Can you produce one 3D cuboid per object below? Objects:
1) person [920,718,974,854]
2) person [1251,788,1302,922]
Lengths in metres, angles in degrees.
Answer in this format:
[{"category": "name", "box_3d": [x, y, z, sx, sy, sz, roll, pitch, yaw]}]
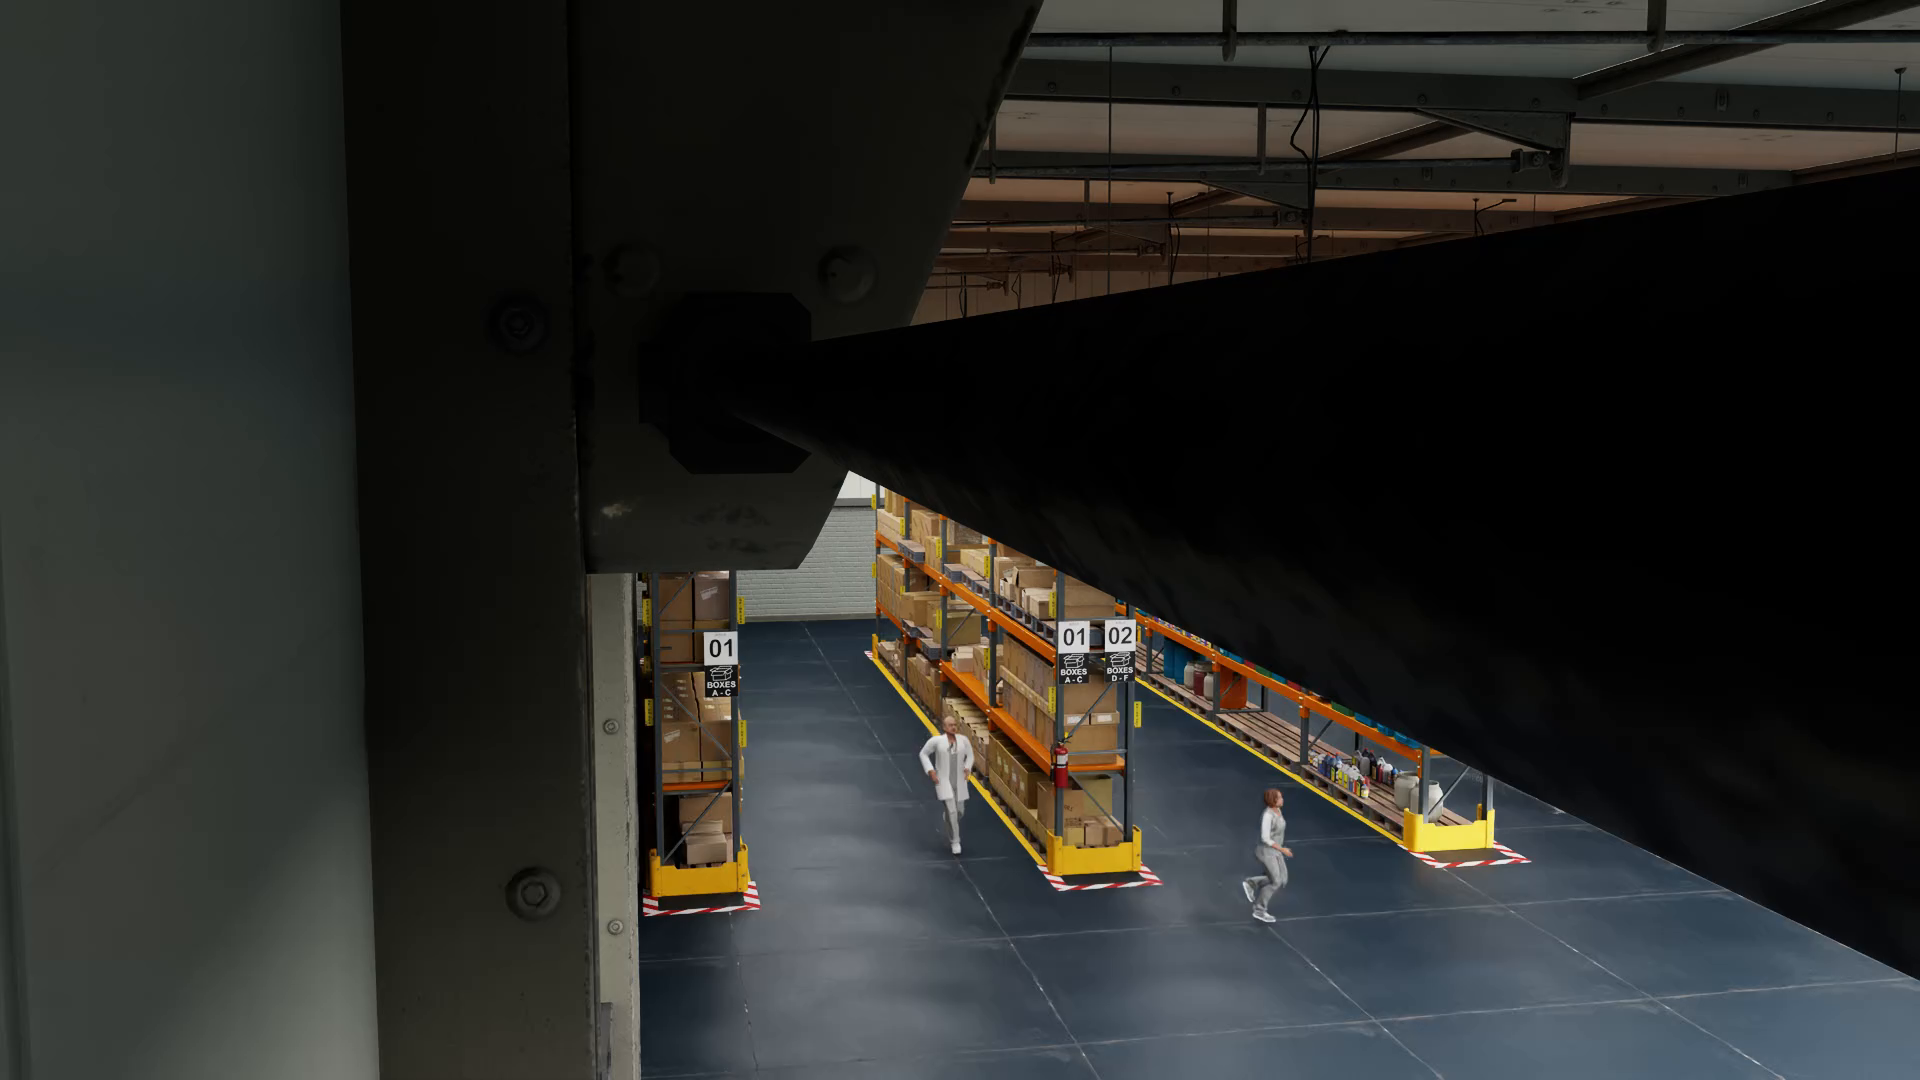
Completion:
[{"category": "person", "box_3d": [-0.144, 3.213, 21.991, 0.743, 1.741, 0.783, -2, 6, -19]}, {"category": "person", "box_3d": [3.639, 3.609, 19.096, 0.602, 1.560, 0.568, 3, 6, 23]}]
